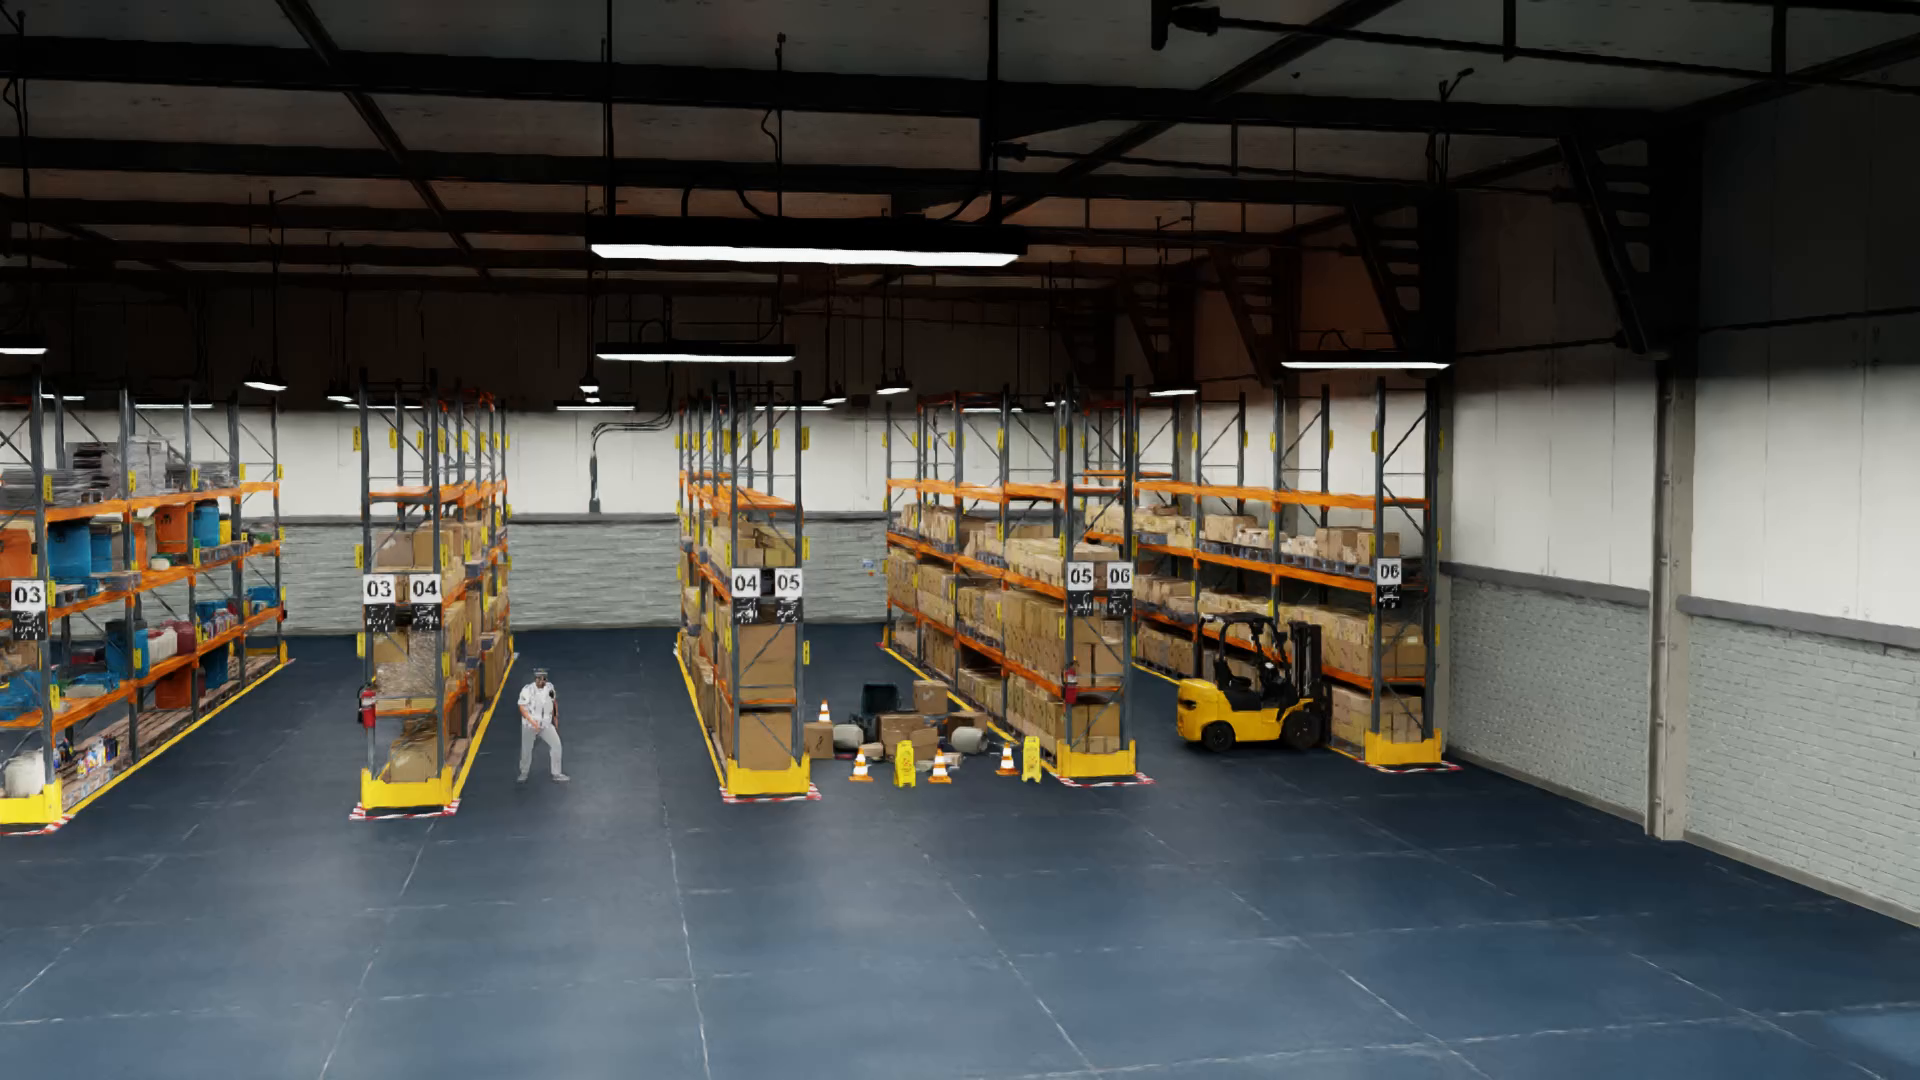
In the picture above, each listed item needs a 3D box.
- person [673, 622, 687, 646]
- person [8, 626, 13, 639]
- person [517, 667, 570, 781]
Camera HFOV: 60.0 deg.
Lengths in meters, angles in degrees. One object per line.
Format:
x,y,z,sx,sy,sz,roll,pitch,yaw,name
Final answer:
-6.572,1.798,40.371,0.522,1.573,0.626,3,5,44,person
-22.637,1.821,39.863,0.526,1.624,0.935,-2,4,-35,person
-6.175,2.694,24.408,0.679,1.705,0.767,-2,4,-33,person
